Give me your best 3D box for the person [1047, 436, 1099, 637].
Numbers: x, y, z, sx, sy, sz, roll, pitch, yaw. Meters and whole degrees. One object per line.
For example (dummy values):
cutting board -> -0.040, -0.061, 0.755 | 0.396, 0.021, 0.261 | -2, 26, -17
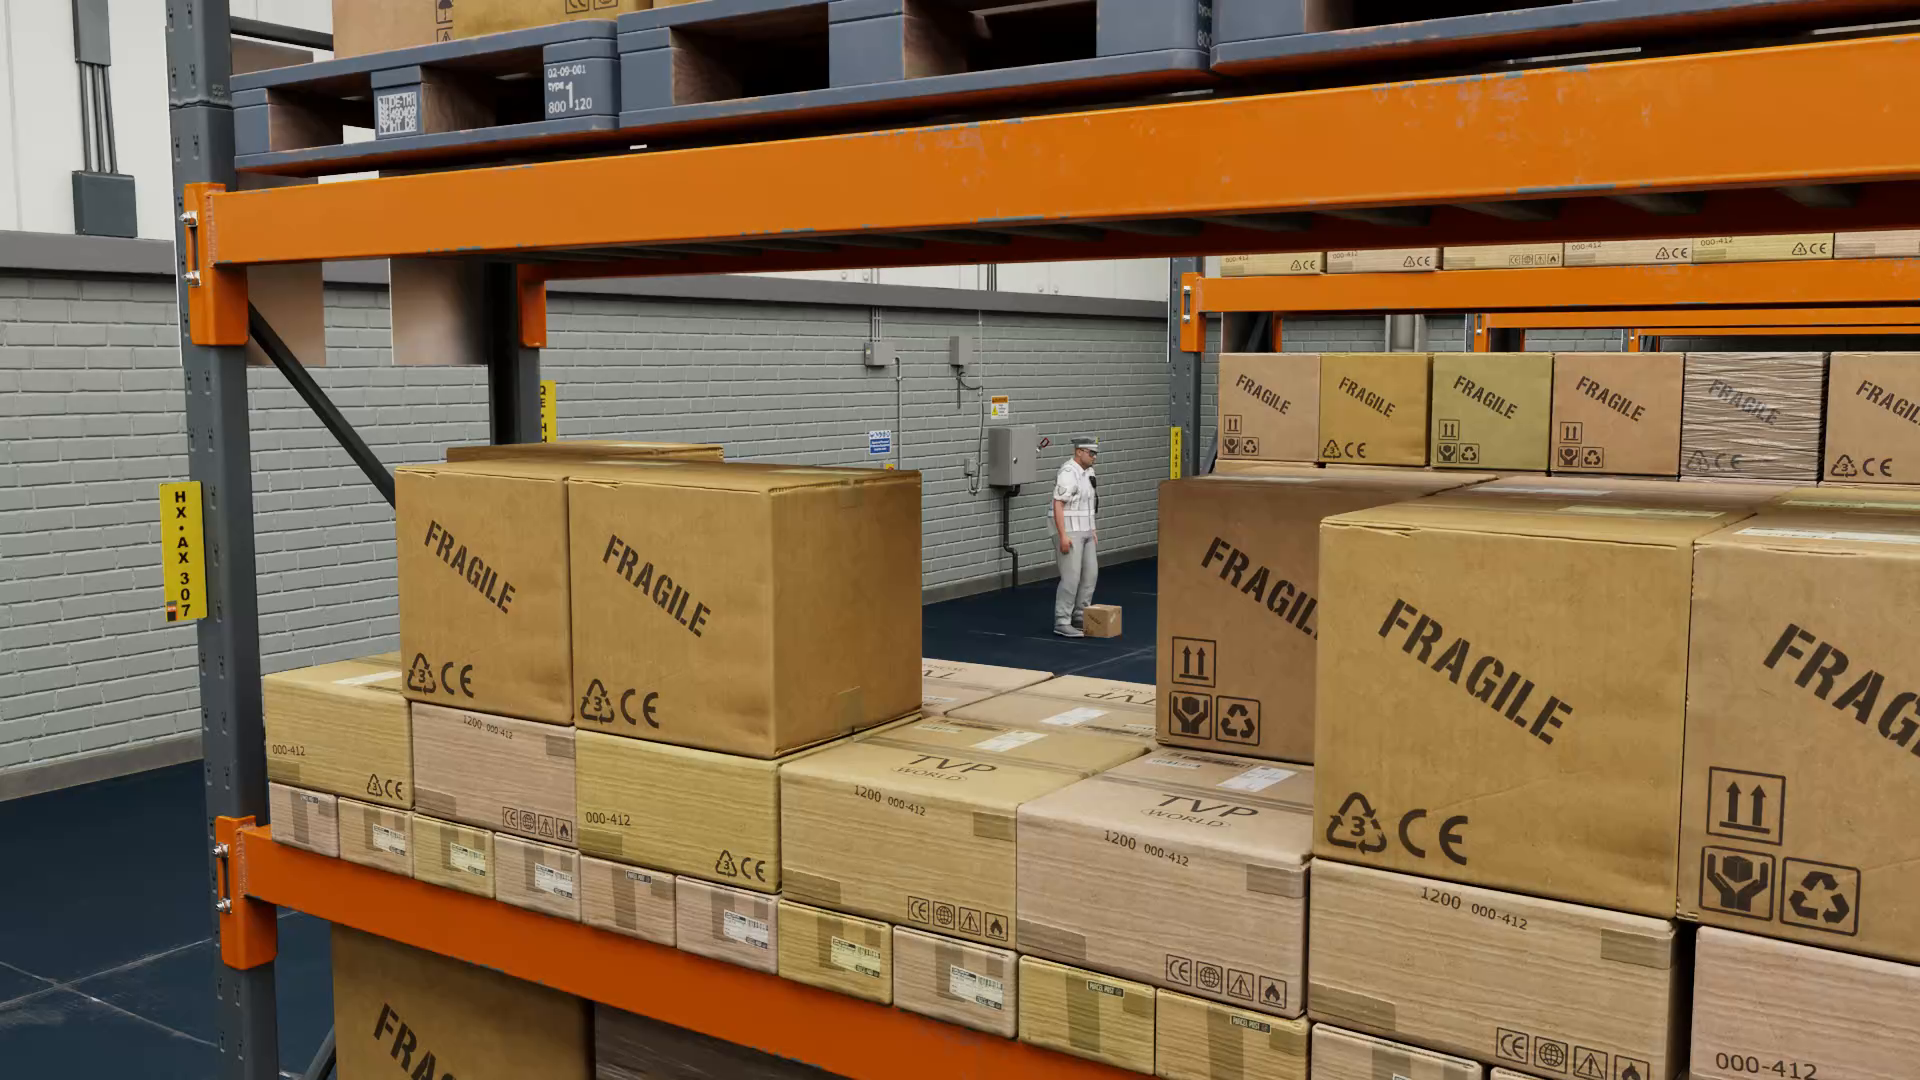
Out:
person -> 1.029, -0.047, 14.672 | 0.472, 1.747, 0.585 | 4, 7, 33
